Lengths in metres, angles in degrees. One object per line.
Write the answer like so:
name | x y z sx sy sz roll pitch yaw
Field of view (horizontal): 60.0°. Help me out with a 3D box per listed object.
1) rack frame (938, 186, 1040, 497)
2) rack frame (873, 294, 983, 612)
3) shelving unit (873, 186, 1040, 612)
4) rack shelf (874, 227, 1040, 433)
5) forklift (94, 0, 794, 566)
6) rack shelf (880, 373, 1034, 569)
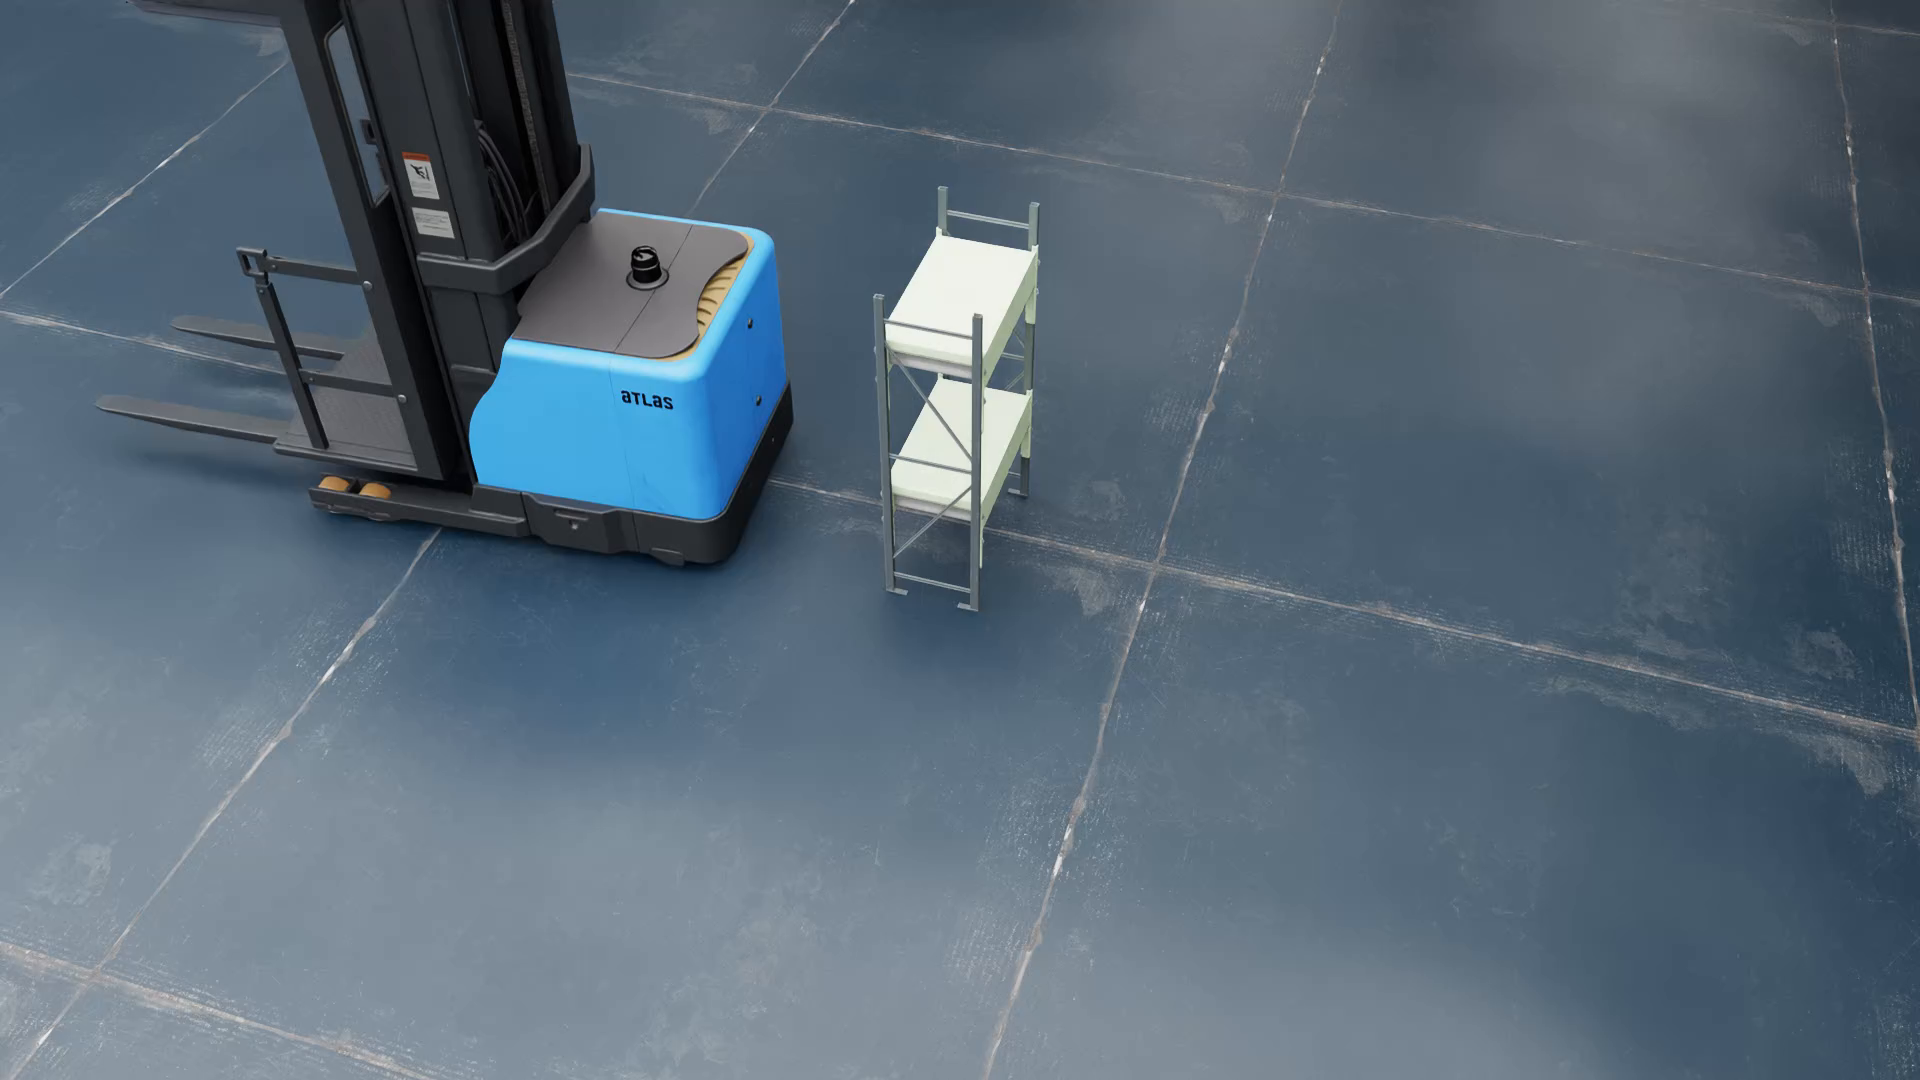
rack frame | 0.109 -0.776 6.869 0.400 1.500 0.023 13 46 12
rack frame | -0.113 -0.288 6.371 0.400 1.500 0.023 13 46 12
shelving unit | -0.002 -0.532 6.620 0.431 1.500 0.755 13 46 12
rack shelf | -0.002 -0.811 6.347 0.431 0.370 0.720 13 46 12
forklift | -2.333 -1.480 6.566 3.031 2.935 1.130 9 45 9
rack shelf | -0.002 -0.299 6.848 0.431 0.370 0.720 13 46 12
